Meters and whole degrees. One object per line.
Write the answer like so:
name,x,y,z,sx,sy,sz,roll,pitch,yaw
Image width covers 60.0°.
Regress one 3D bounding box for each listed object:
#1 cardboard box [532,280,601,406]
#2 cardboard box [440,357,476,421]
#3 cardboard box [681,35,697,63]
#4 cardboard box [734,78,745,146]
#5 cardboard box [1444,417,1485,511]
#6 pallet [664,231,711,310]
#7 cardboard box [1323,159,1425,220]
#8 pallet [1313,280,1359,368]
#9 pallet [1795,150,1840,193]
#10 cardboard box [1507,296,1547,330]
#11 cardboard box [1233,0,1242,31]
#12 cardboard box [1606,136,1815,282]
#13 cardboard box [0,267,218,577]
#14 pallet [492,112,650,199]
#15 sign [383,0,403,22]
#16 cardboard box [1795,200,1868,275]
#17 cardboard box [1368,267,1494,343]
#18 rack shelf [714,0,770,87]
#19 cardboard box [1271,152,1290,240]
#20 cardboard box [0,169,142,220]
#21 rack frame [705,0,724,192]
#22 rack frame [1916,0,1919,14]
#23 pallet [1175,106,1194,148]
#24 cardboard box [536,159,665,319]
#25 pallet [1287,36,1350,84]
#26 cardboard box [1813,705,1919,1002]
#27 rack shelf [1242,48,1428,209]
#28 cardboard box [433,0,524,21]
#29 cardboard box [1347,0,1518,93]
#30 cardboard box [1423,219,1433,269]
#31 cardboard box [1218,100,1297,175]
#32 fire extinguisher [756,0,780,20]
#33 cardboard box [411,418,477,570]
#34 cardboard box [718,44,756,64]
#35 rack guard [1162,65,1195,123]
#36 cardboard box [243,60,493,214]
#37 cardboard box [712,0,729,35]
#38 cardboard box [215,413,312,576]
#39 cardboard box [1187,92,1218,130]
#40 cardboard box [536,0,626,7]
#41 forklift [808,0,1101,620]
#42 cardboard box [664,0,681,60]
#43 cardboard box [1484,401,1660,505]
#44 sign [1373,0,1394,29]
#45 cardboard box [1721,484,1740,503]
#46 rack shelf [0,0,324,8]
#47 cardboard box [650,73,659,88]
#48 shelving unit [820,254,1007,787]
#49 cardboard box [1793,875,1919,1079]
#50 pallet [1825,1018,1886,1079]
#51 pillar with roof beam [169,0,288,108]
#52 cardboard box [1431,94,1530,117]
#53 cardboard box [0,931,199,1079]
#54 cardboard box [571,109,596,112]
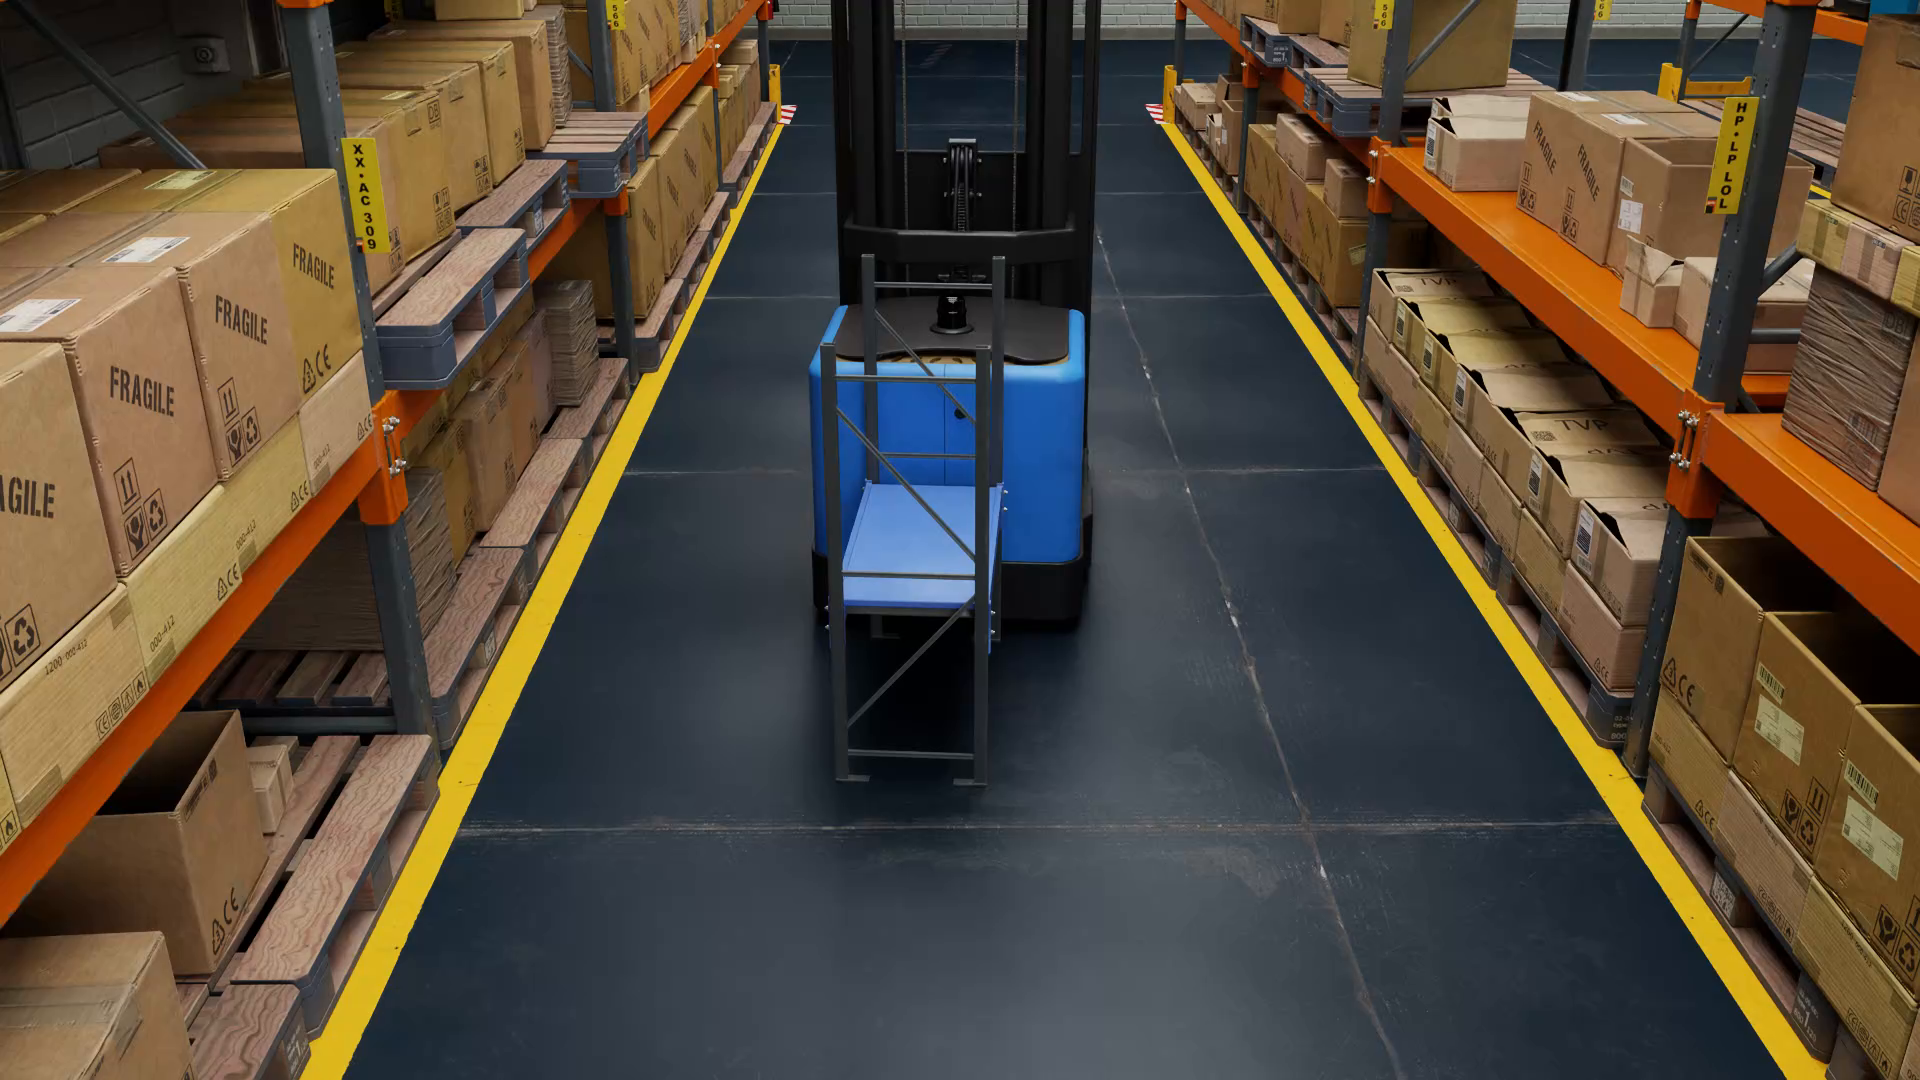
cardboard box,-2.212,-0.987,8.293,0.700,0.500,0.500,0,24,0
cardboard box,-2.271,-0.676,6.695,0.500,0.250,0.500,-1,24,-2
cardboard box,-1.983,-3.308,11.204,0.380,0.149,0.250,0,24,-1
cardboard box,-2.227,-3.650,14.205,0.700,0.500,0.500,0,24,1
cardboard box,2.416,-0.335,7.178,0.500,0.250,0.500,0,24,1
pallet,-2.216,-1.779,10.926,1.003,0.211,1.213,0,24,-1
cardboard box,2.431,-2.057,9.747,0.500,0.250,0.500,1,24,1
pallet,2.711,-1.283,9.832,1.003,0.211,1.213,0,24,-1
pallet,7.544,-2.947,13.511,1.003,0.211,1.213,0,24,-1
cardboard box,2.945,-1.011,7.993,0.500,0.311,0.500,-1,24,-1
cardboard box,2.375,-4.145,12.653,0.500,0.500,0.500,0,24,0
cardboard box,2.727,-1.177,6.091,0.500,0.500,0.500,1,24,3
cardboard box,-1.908,-0.250,3.410,0.500,0.500,0.500,-1,24,-2
pallet,-2.158,-1.842,7.915,1.213,0.211,1.003,0,24,-1
sign,-2.827,-2.746,8.277,0.100,0.325,0.005,0,24,-1
cardboard box,2.534,-0.827,4.531,0.380,0.149,0.250,0,24,-1
cardboard box,2.393,-1.223,8.461,0.500,0.311,0.500,1,24,1
rack shelf,-2.338,-4.367,14.139,1.077,0.370,4.000,0,24,-1
cardboard box,2.414,-2.330,11.261,0.500,0.500,0.500,0,24,0
cardboard box,-2.433,-0.662,4.321,0.500,0.500,0.500,-1,24,-2
rack frame,-2.316,-3.871,12.168,1.000,3.000,0.127,0,24,-1
rack frame,7.590,-3.915,12.267,1.000,3.000,0.127,0,24,-1
pallet,2.604,-3.912,15.644,1.003,0.211,1.213,0,24,-1
cardboard box,-2.149,-1.738,9.552,0.750,0.750,0.750,-1,24,-1
pallet,2.655,-2.960,10.388,1.003,0.211,1.213,0,24,-1
cardboard box,2.428,0.726,3.921,0.500,0.500,0.500,0,24,-1
rack shelf,2.659,-2.743,10.547,1.077,0.370,4.000,0,24,-1
cardboard box,-2.220,-2.489,7.672,0.380,0.149,0.250,-4,25,-9
cardboard box,2.561,-2.742,9.042,0.700,0.500,0.500,-9,26,-18
cardboard box,2.950,-1.712,9.895,0.500,0.500,0.500,-1,24,-2
cardboard box,2.347,-3.190,13.162,0.500,0.500,0.500,0,24,-1
fire extinguisher,-1.900,-5.378,16.047,0.296,0.674,0.183,0,24,-1
cardboard box,-2.309,-0.152,6.445,0.700,0.500,0.500,-1,24,-2
cardboard box,-2.065,-4.421,15.123,0.380,0.149,0.250,0,24,1
rack guard,2.594,-4.372,16.311,1.175,0.500,0.348,0,24,-1
cardboard box,-2.238,-1.532,6.341,0.700,0.500,0.500,3,25,7
cardboard box,-2.306,-4.231,12.601,0.980,0.700,0.700,0,24,0
cardboard box,-1.923,-0.116,4.024,0.500,0.250,0.500,0,24,0
cardboard box,2.327,-3.853,14.932,0.500,0.250,0.500,0,24,-1
cardboard box,-2.020,-2.954,8.726,0.500,0.250,0.500,0,24,1
forklift,0.041,-1.594,7.218,1.130,2.935,3.031,2,24,3
cardboard box,-2.036,-3.249,10.287,0.500,0.500,0.500,0,24,1
cardboard box,2.418,-0.378,6.591,0.500,0.311,0.500,0,24,-1
sign,2.138,-2.731,8.340,0.100,0.325,0.005,0,24,-1
cardboard box,2.969,-0.170,6.132,0.500,0.311,0.500,-1,24,-1
rack shelf,-2.207,-0.789,2.587,1.077,0.370,4.000,0,24,-1
cardboard box,-2.072,-2.886,10.271,0.380,0.149,0.250,0,24,0
shelving unit,-0.127,-0.095,5.641,0.538,1.500,1.048,2,24,3
cardboard box,2.427,1.068,4.076,0.500,0.250,0.500,0,24,-1
pallet,2.708,1.504,3.667,1.003,0.211,1.213,0,24,-1
pillar with roof beam,1.182,-4.436,6.137,9.100,9.000,0.400,0,24,-1
cardboard box,2.641,-2.056,8.263,0.500,0.311,0.500,1,24,3
cardboard box,-2.067,1.190,3.479,0.700,0.500,0.500,-2,24,-4
cardboard box,-2.044,-2.254,8.874,0.380,0.149,0.250,-1,24,-1
